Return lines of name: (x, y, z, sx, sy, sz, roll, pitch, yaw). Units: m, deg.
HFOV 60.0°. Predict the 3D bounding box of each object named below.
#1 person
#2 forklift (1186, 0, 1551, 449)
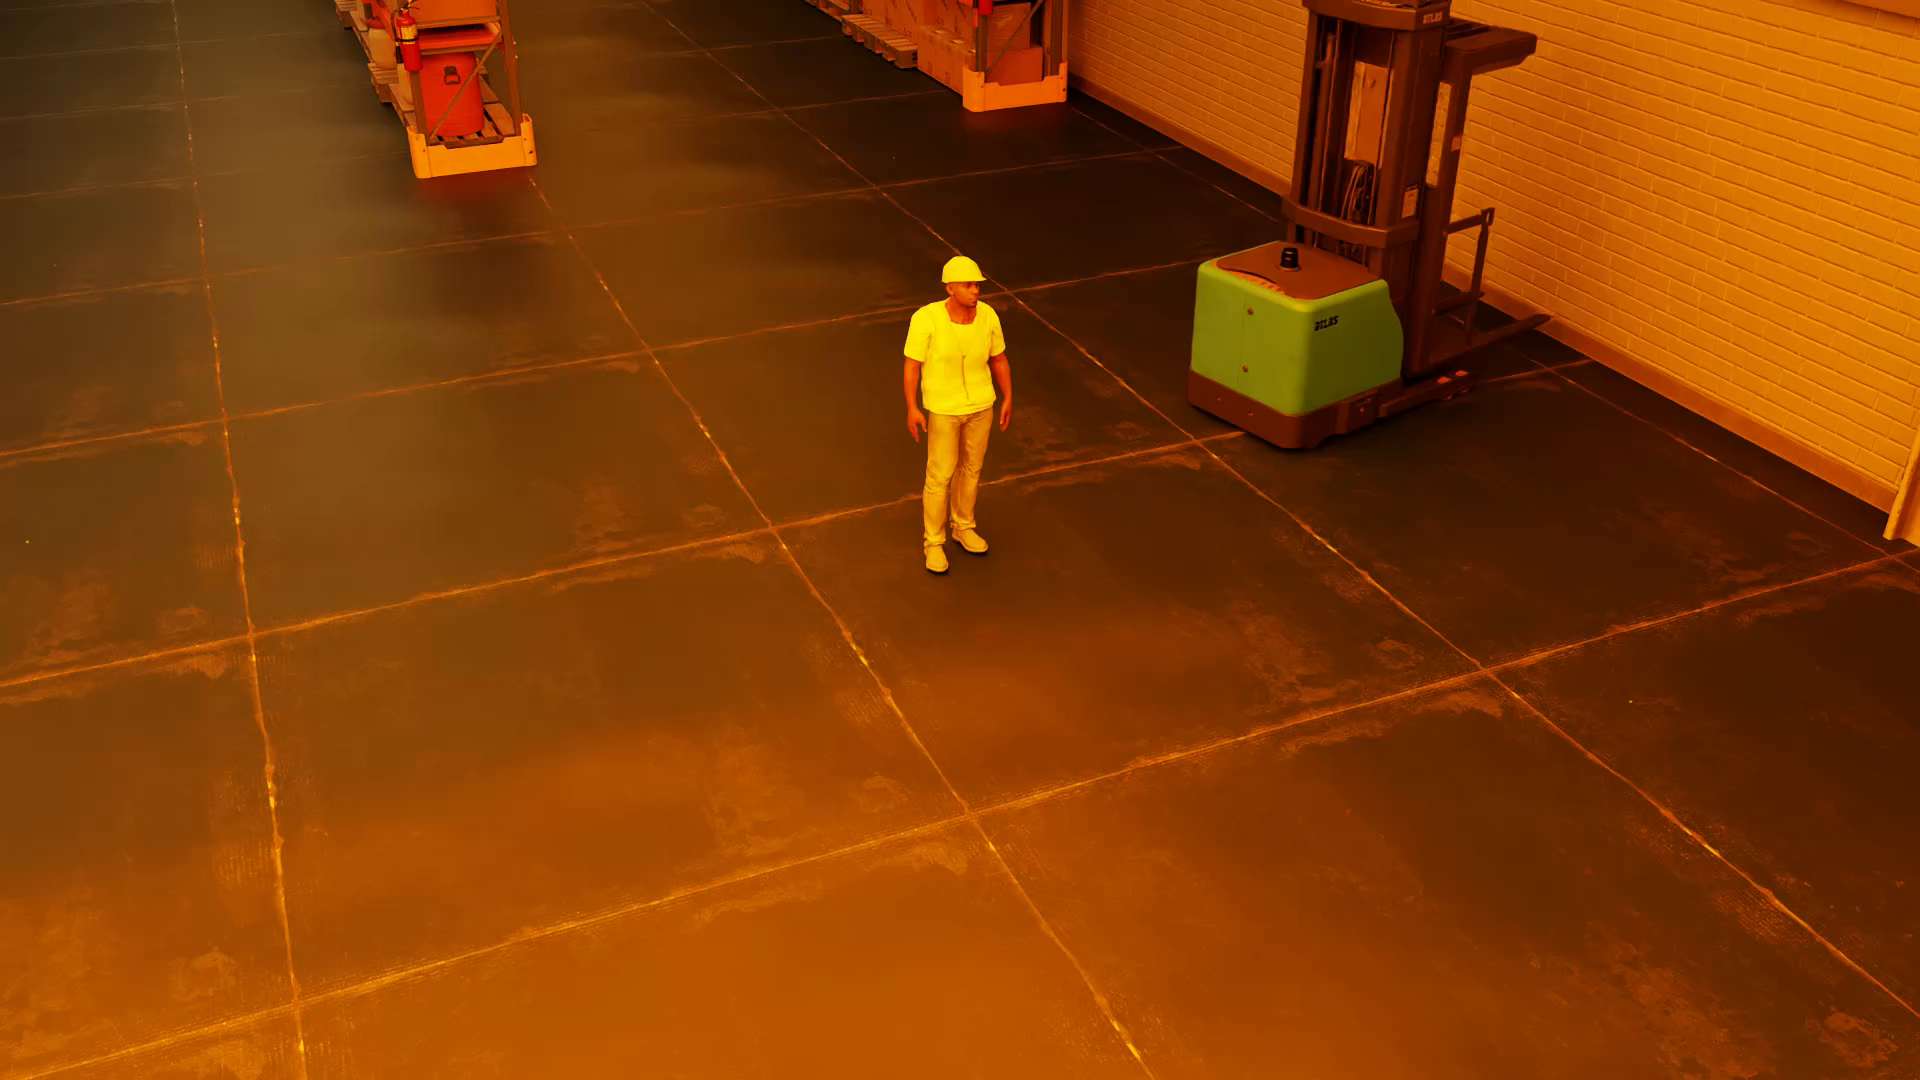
person: (0.024, -0.740, 9.573, 0.666, 1.768, 0.575, -12, 32, -20)
forklift: (3.066, -2.450, 11.404, 3.031, 2.935, 1.130, -20, 36, -31)
